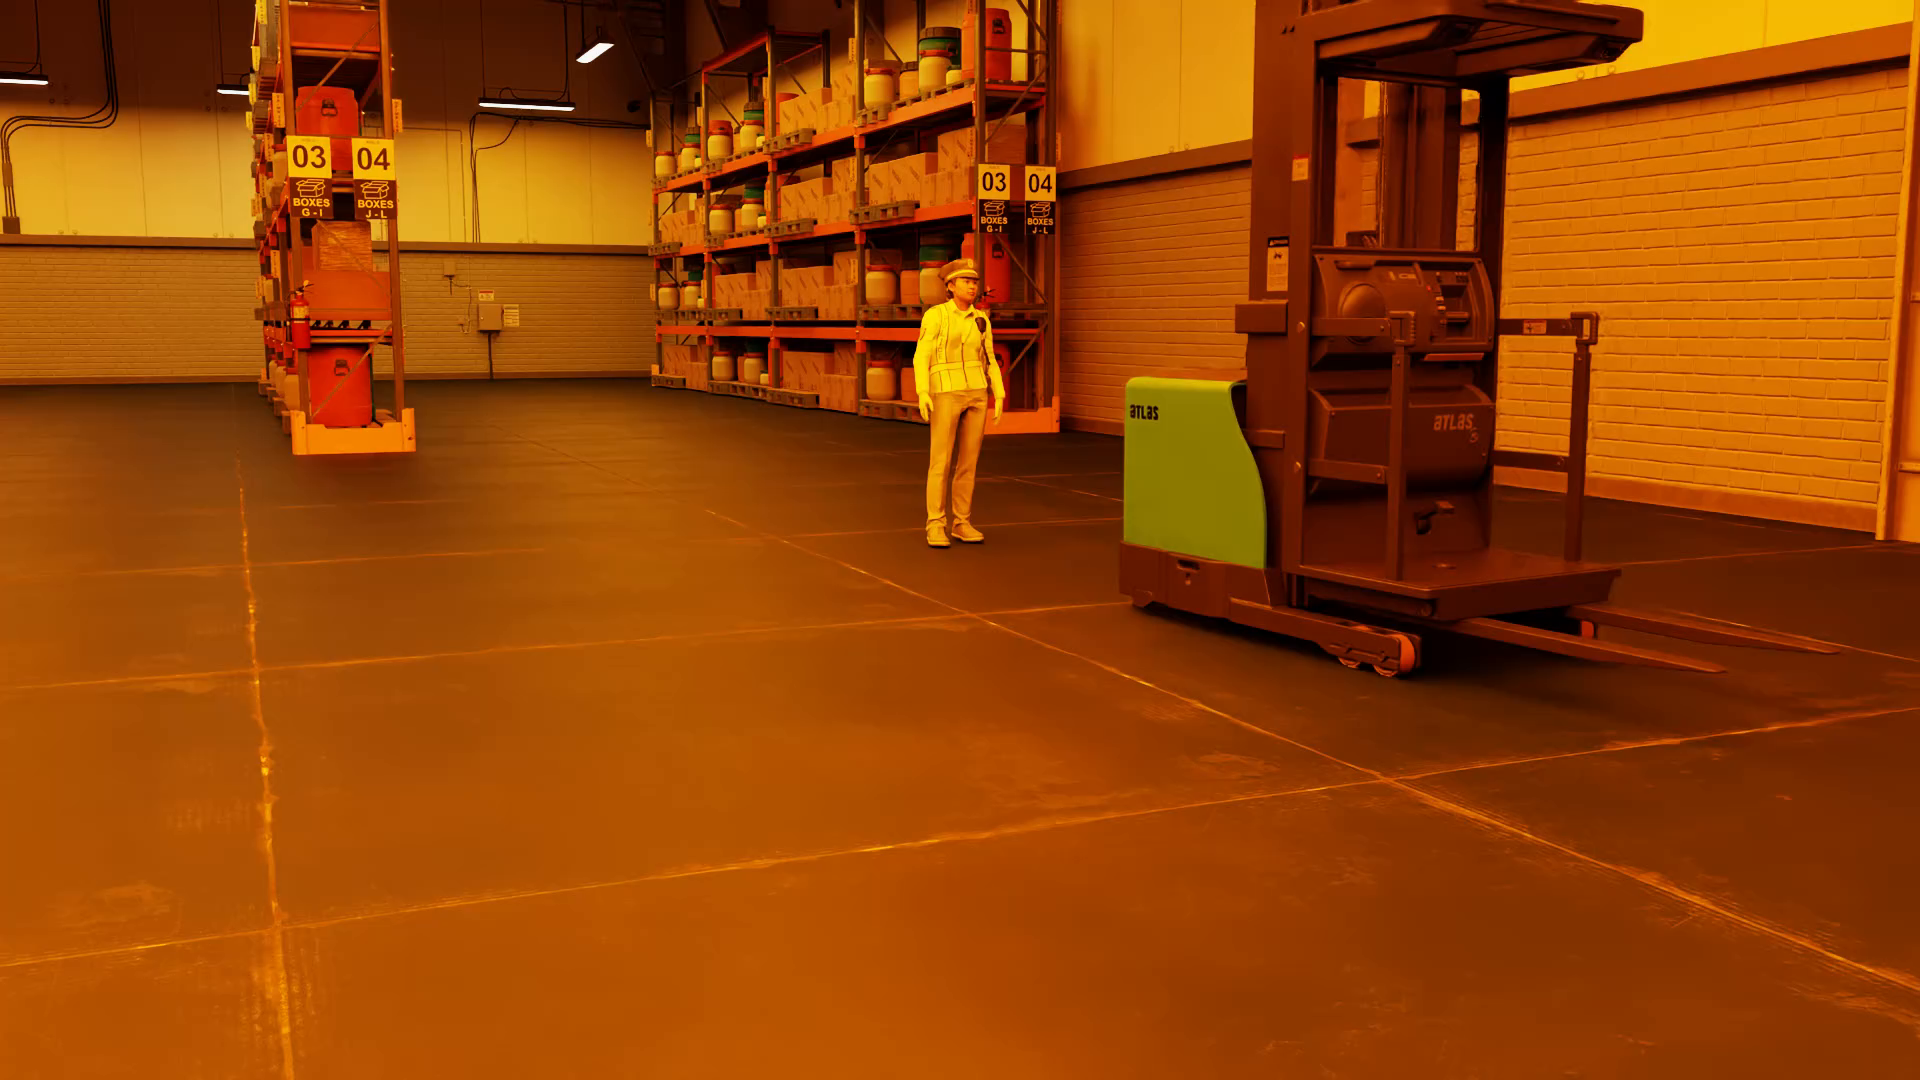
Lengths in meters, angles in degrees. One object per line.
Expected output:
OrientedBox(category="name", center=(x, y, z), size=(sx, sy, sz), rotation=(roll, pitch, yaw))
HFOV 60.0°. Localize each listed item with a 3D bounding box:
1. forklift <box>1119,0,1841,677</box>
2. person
OrientedBox(category="forklift", center=(1.920, -1.006, 6.571), size=(1.130, 2.935, 3.031), rotation=(-4, 9, -30))
OrientedBox(category="person", center=(0.021, -0.838, 9.977), size=(0.586, 1.694, 0.530), rotation=(-3, 8, -23))
